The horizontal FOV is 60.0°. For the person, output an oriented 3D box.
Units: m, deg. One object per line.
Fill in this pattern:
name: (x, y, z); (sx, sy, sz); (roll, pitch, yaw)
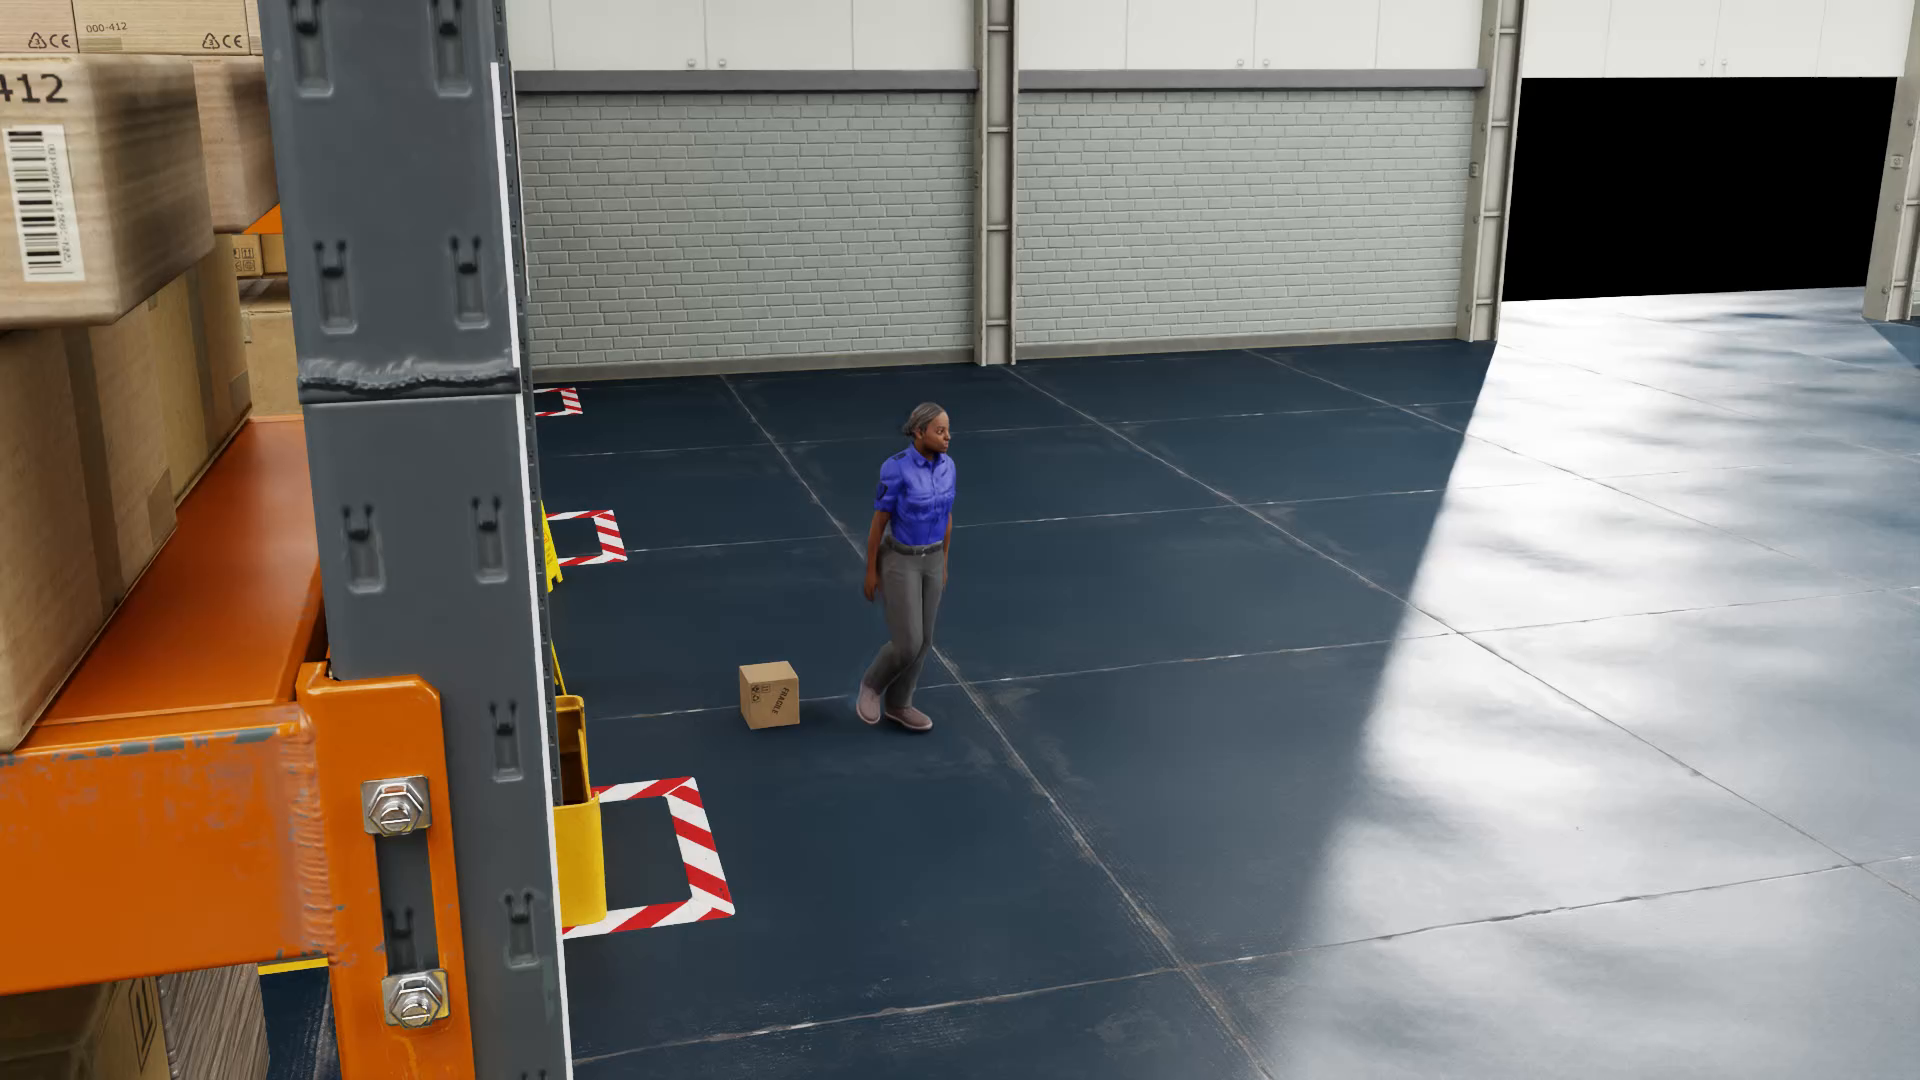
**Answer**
person: (-0.260, 0.227, 8.071); (0.461, 1.451, 0.505); (15, 22, 43)
